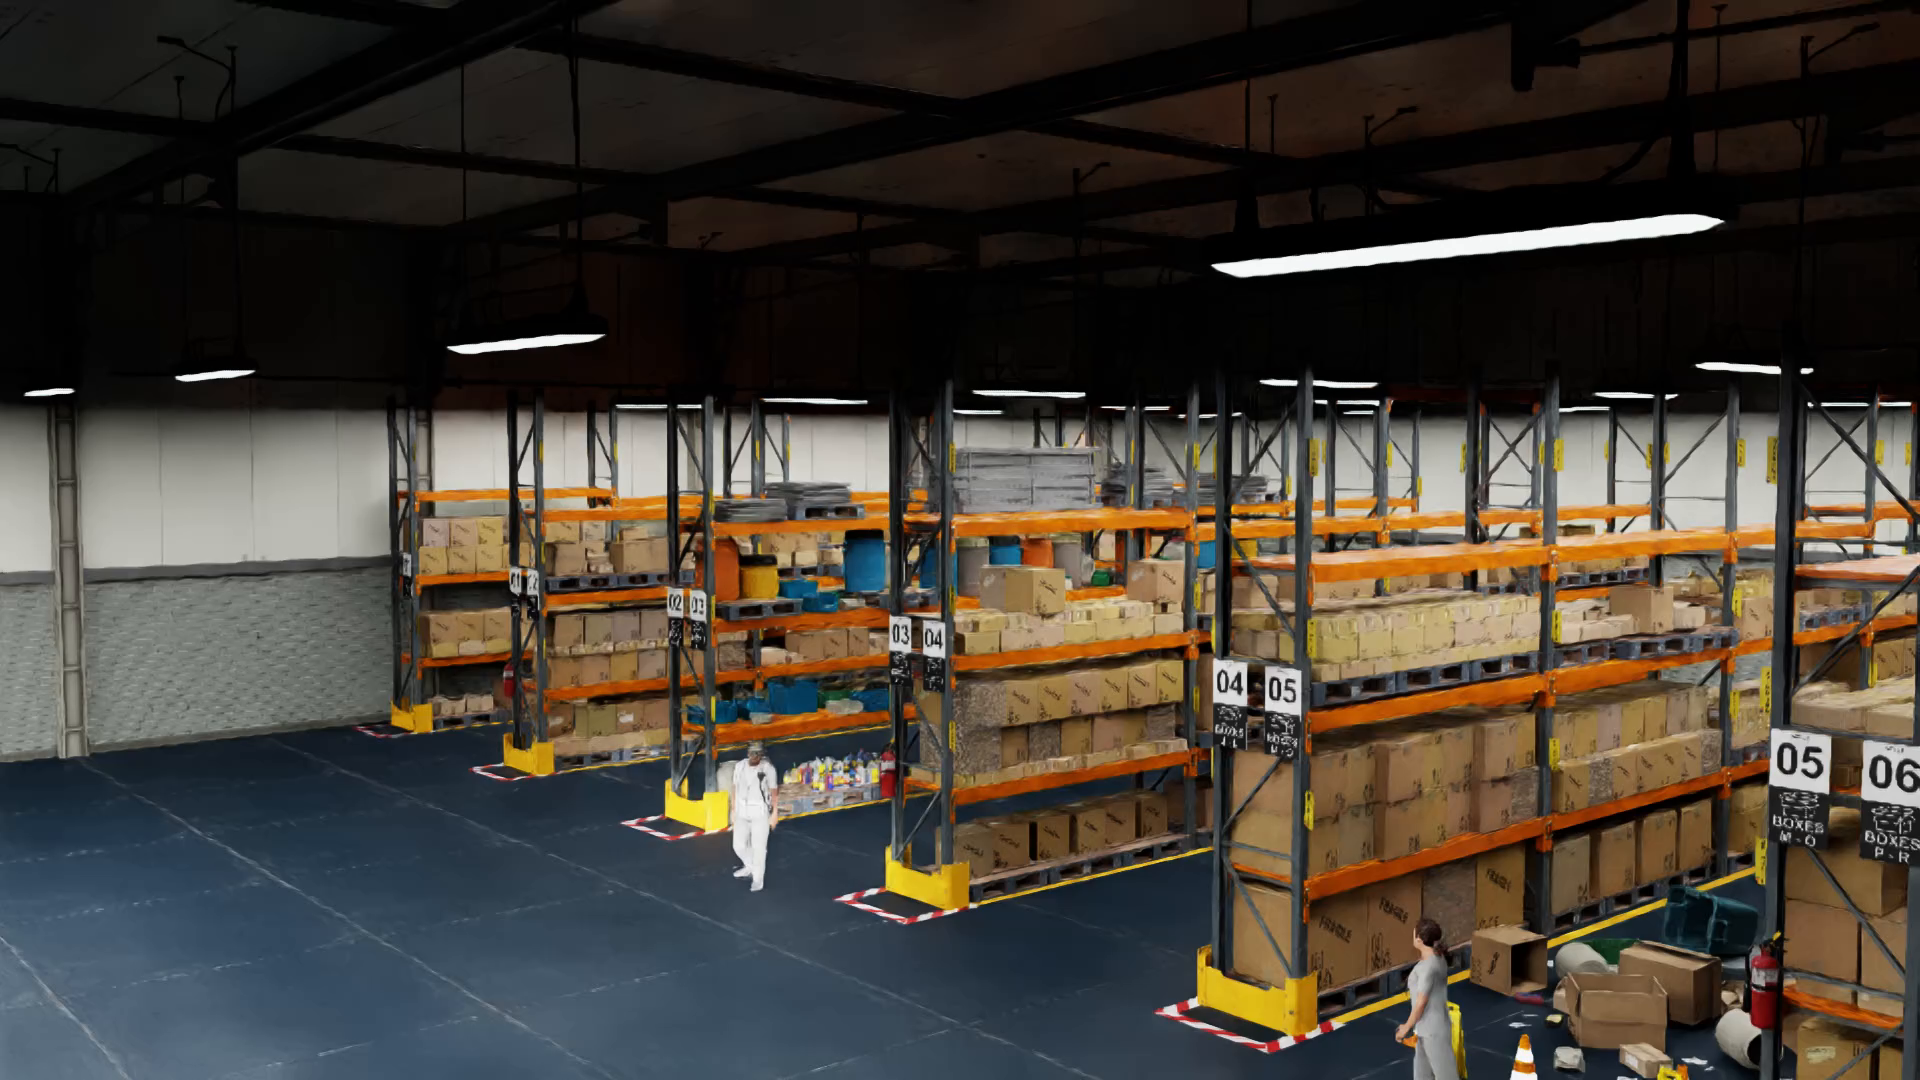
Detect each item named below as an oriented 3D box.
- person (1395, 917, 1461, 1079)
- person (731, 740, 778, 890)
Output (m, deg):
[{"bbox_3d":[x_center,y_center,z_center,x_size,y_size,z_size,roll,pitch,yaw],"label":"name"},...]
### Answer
[{"bbox_3d":[3.503,3.619,12.235,0.701,1.664,0.484,1,4,22],"label":"person"},{"bbox_3d":[-2.391,3.162,19.392,0.602,1.743,0.573,1,3,14],"label":"person"}]
